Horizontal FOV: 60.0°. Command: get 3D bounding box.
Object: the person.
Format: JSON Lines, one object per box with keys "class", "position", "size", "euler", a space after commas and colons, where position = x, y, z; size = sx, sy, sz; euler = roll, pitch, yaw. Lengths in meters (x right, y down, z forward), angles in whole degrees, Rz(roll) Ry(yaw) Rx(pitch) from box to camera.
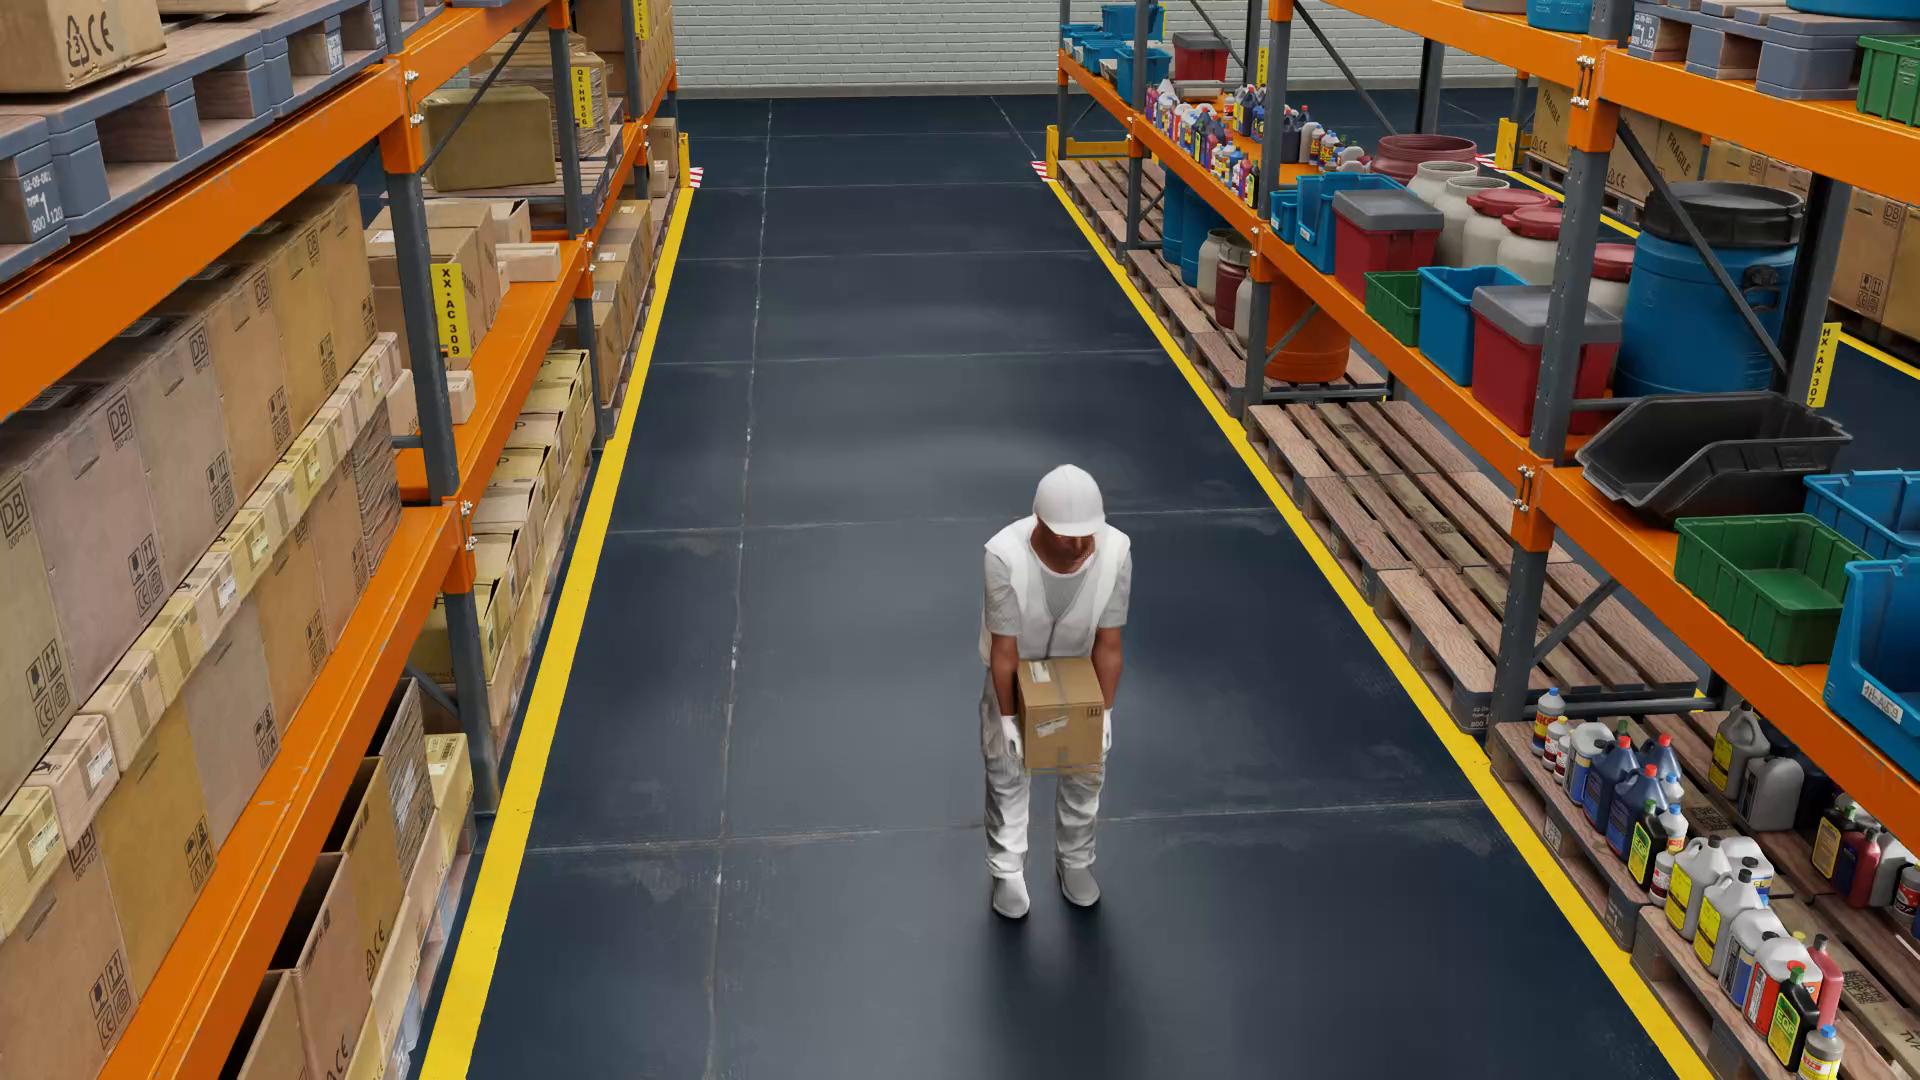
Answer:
{"class": "person", "position": [0.311, 0.492, 5.544], "size": [0.482, 1.700, 0.645], "euler": [-3, 24, -6]}
